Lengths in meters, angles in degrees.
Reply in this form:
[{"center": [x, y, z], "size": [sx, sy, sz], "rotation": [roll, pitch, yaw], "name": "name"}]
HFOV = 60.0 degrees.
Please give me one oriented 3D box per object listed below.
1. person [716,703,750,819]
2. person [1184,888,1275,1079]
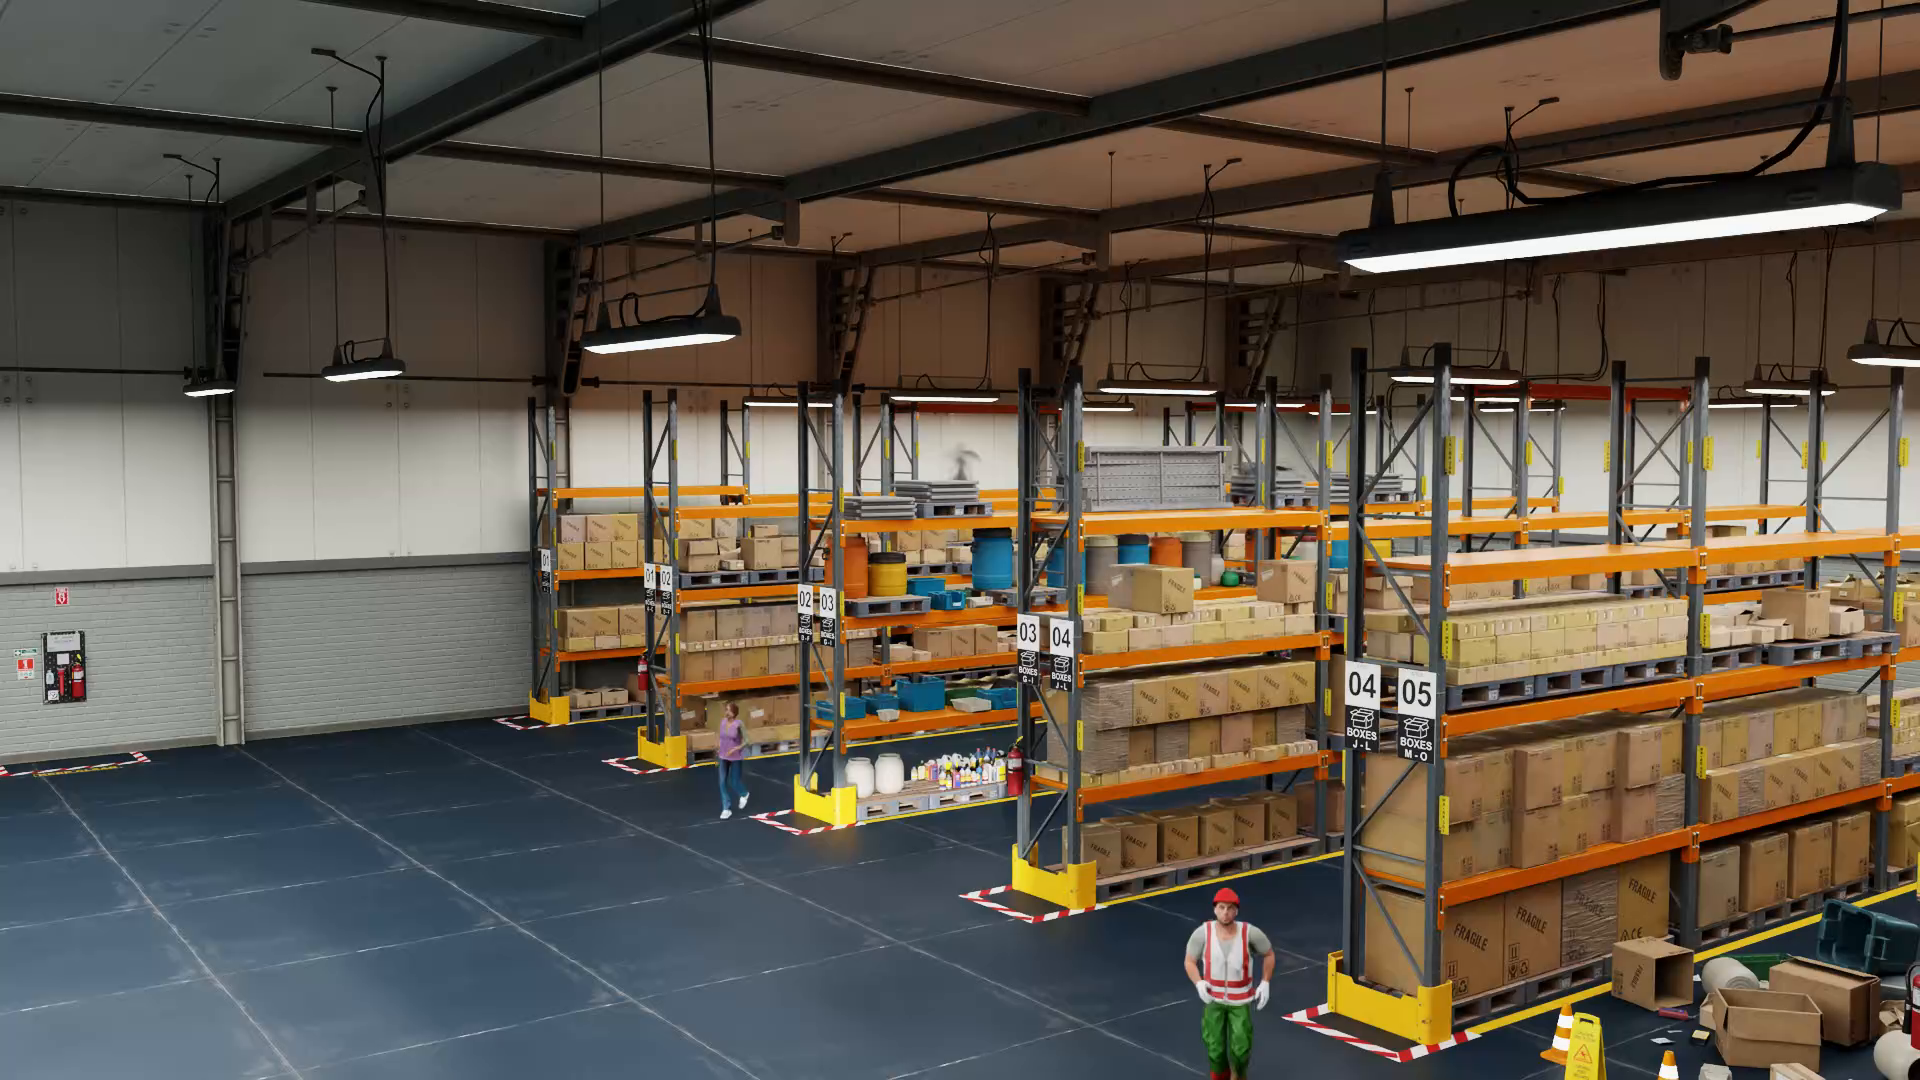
[{"center": [-3.141, 3.015, 22.952], "size": [0.532, 1.556, 0.715], "rotation": [1, 4, 17], "name": "person"}, {"center": [2.063, 3.531, 12.774], "size": [0.689, 1.736, 0.618], "rotation": [1, 3, 11], "name": "person"}]
